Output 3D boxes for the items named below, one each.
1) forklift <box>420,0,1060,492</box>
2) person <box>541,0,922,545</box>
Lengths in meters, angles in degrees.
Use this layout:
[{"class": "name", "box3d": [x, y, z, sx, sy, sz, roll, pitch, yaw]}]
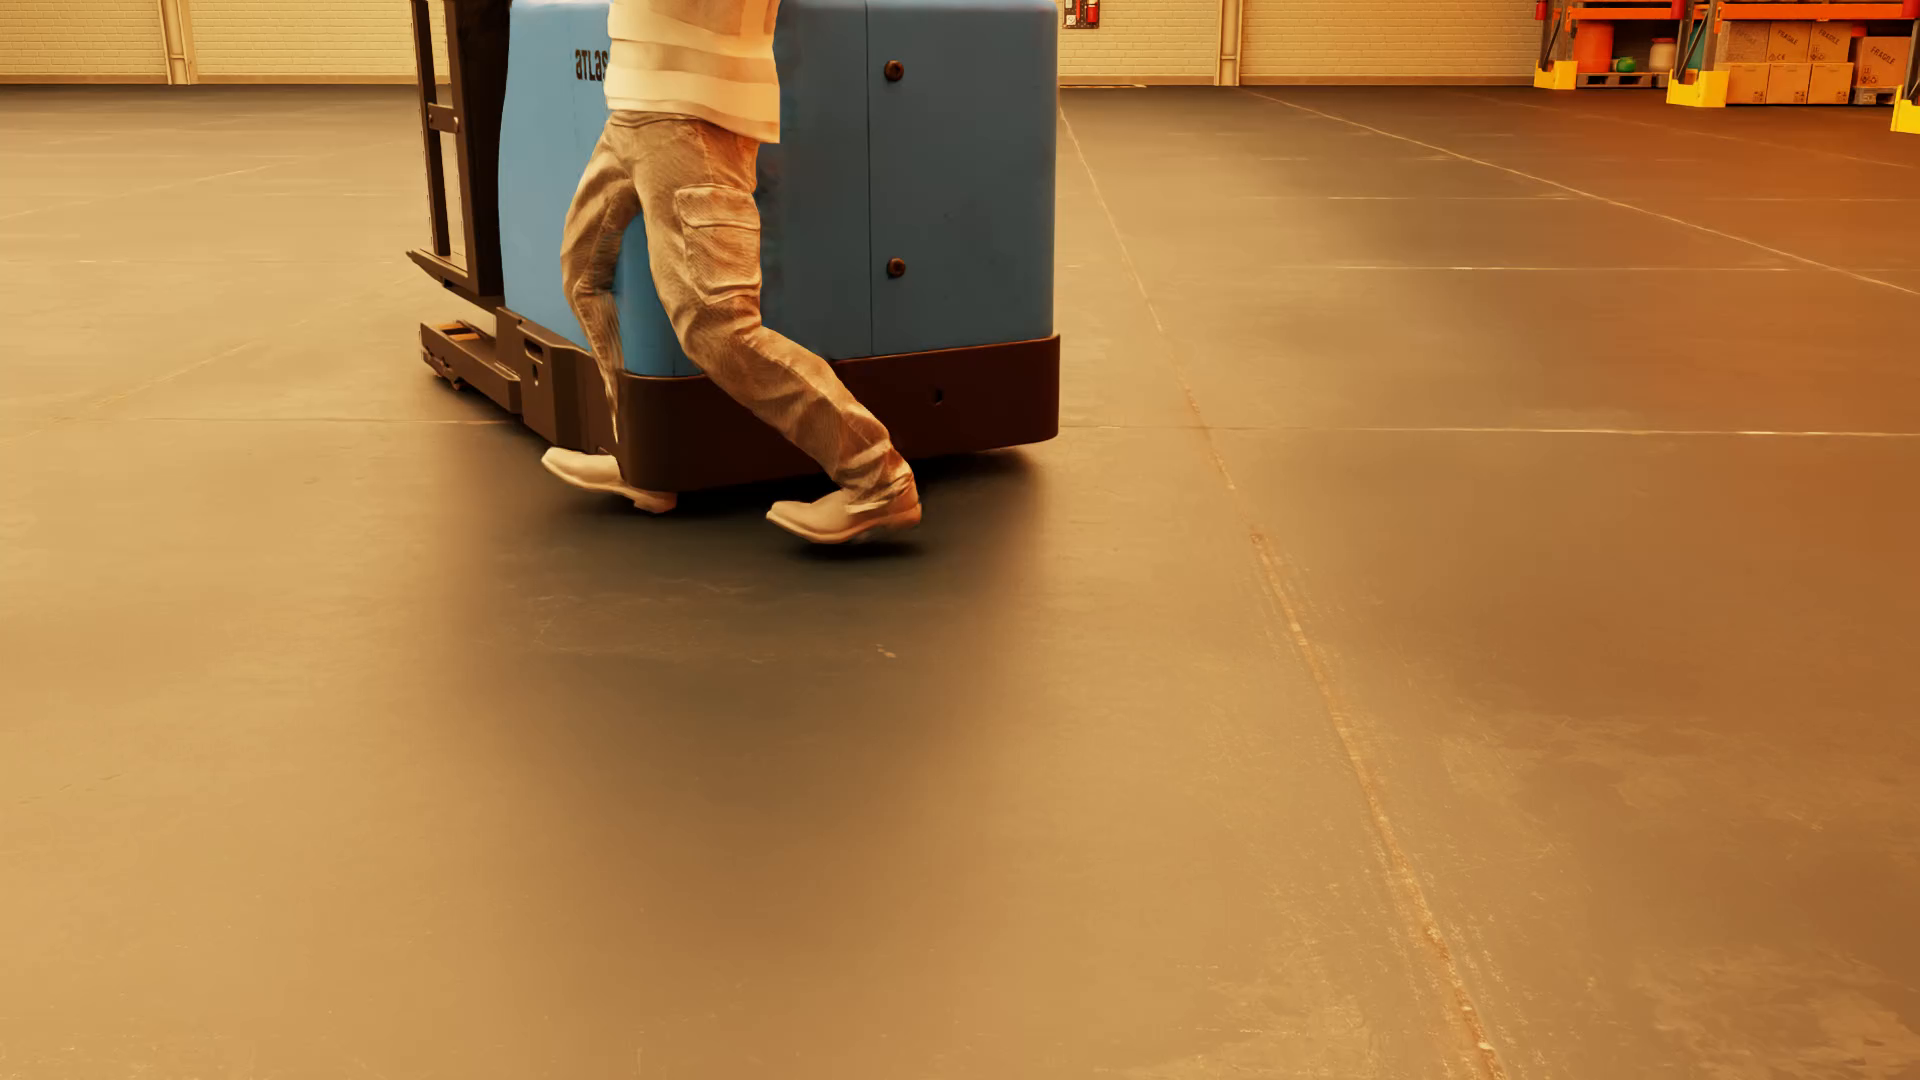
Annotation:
[{"class": "forklift", "box3d": [-0.936, -1.885, 4.498, 1.130, 2.935, 3.031, -10, 20, -28]}, {"class": "person", "box3d": [-0.572, -0.813, 3.274, 0.878, 1.639, 0.797, -4, 18, -13]}]
